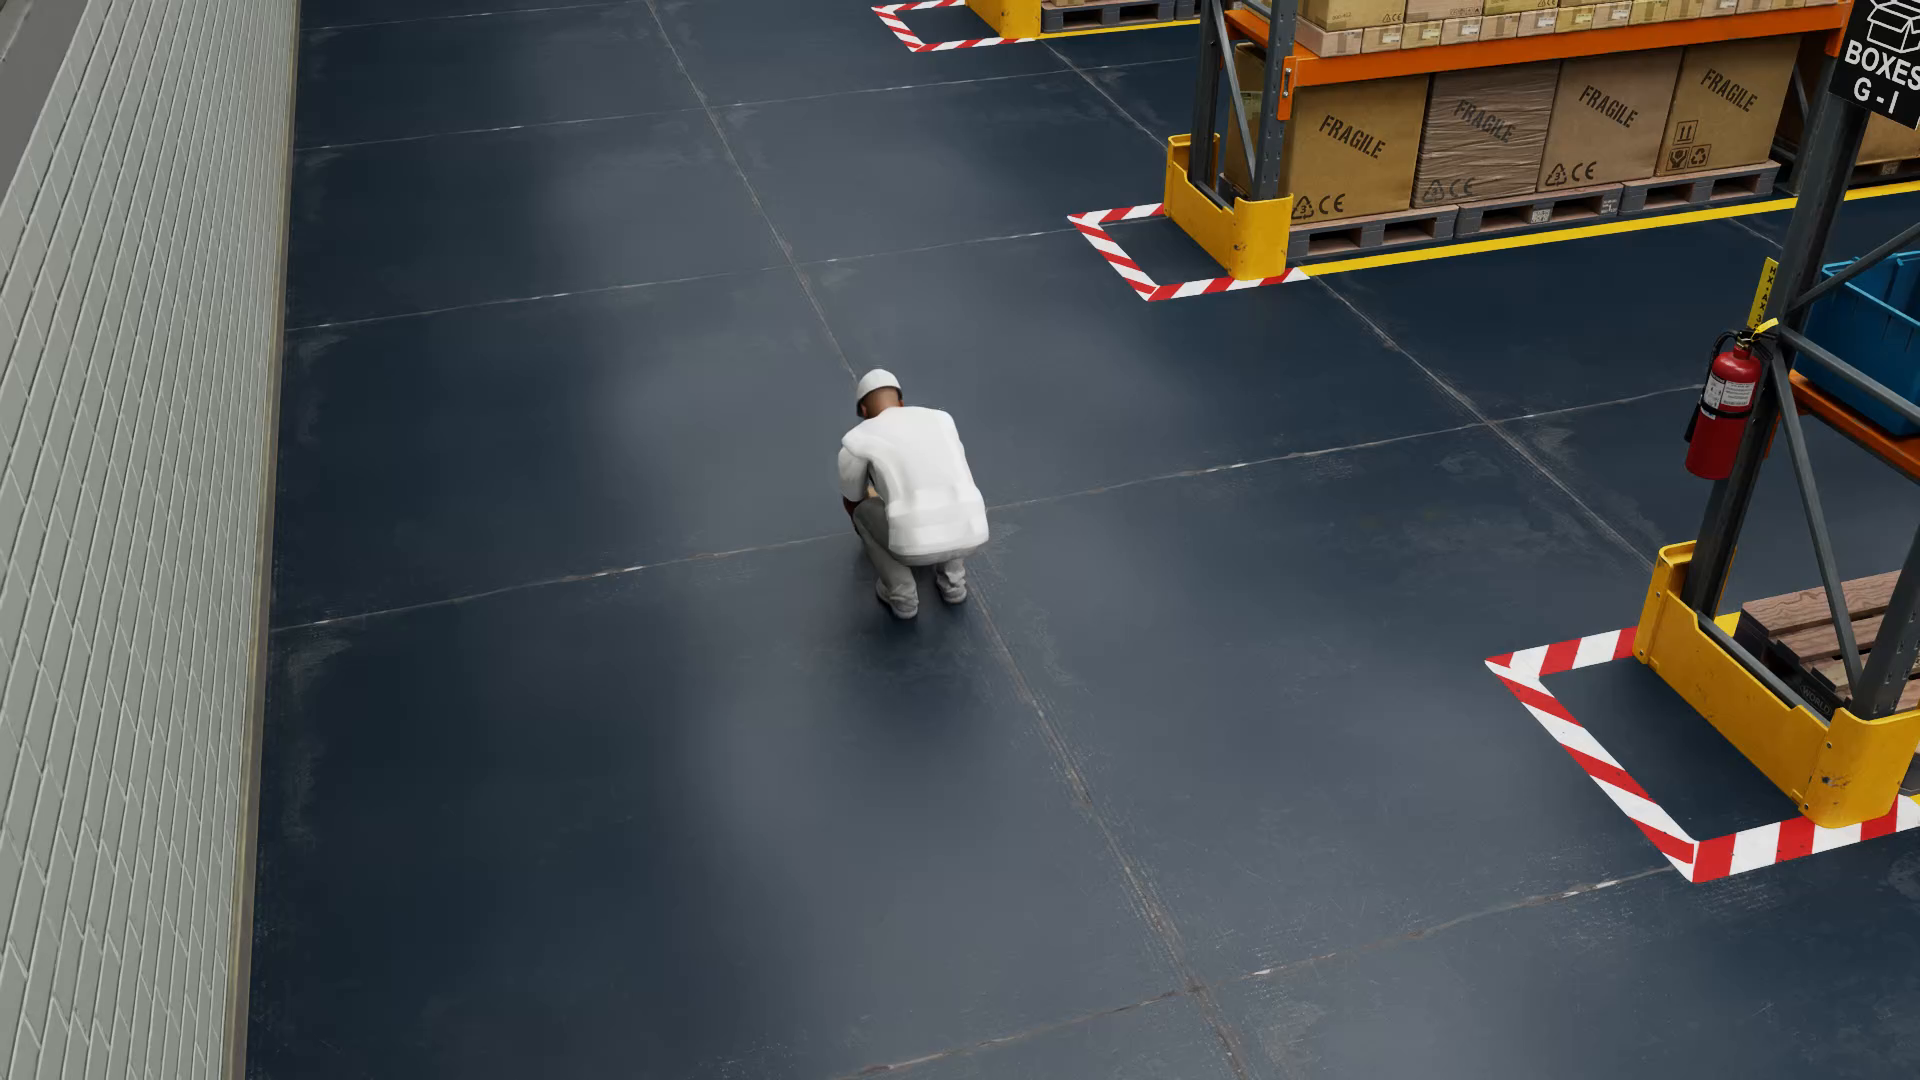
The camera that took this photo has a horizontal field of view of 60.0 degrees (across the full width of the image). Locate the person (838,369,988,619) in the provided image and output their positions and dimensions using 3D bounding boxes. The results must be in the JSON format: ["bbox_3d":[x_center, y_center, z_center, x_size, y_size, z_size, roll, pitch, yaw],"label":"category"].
[{"bbox_3d":[-0.227,-0.186,7.192,0.559,0.893,0.896,-10,35,-15],"label":"person"}]
